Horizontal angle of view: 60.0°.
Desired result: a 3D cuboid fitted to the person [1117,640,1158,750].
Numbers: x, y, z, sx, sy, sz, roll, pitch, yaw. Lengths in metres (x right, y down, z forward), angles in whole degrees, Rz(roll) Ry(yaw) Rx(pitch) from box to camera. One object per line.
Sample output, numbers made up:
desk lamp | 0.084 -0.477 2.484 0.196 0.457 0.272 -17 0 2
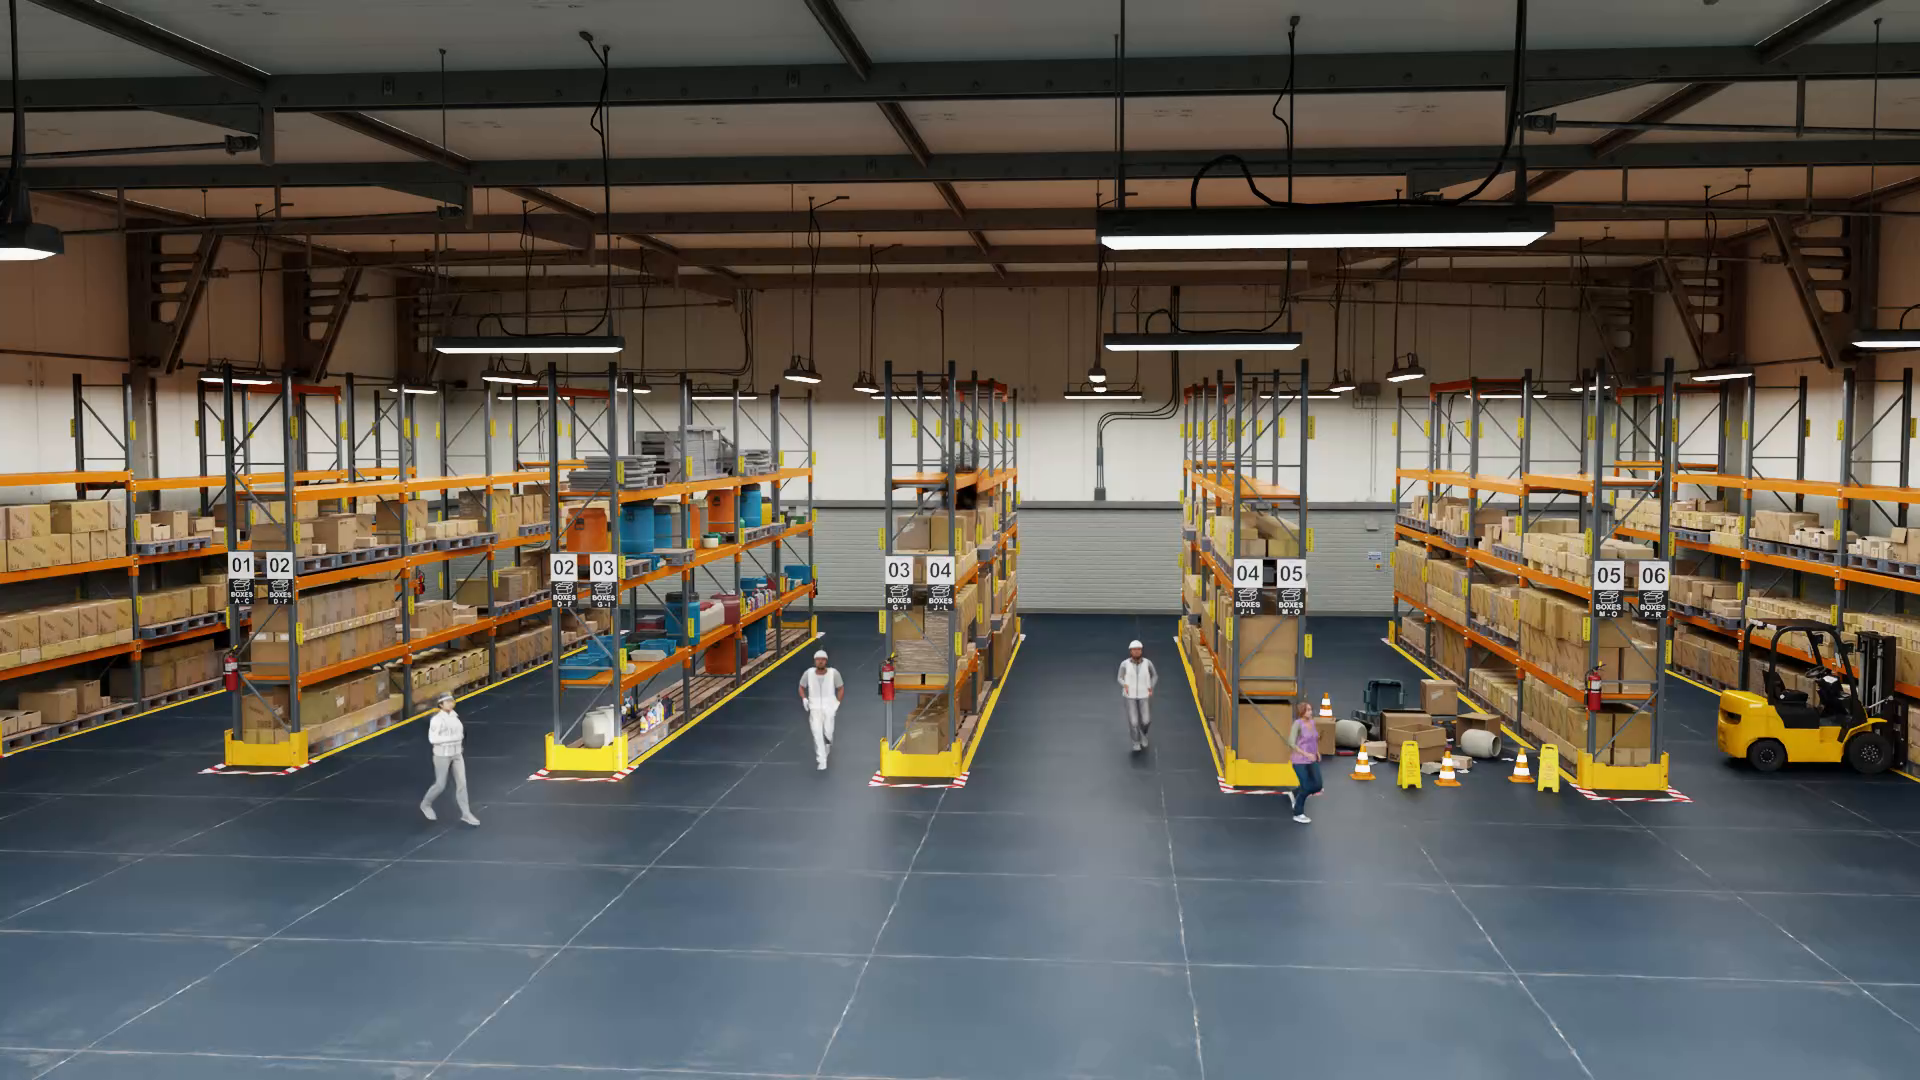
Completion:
person | 2.761 2.414 25.838 0.635 1.702 0.564 0 4 4

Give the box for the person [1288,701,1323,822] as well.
person | 4.398 2.872 21.229 0.590 1.458 0.571 -3 5 -39

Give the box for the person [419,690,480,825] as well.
person | -6.465 2.735 21.021 0.910 1.688 0.610 2 4 29

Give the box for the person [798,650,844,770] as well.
person | -2.065 2.500 24.774 0.685 1.743 0.708 0 4 -3
